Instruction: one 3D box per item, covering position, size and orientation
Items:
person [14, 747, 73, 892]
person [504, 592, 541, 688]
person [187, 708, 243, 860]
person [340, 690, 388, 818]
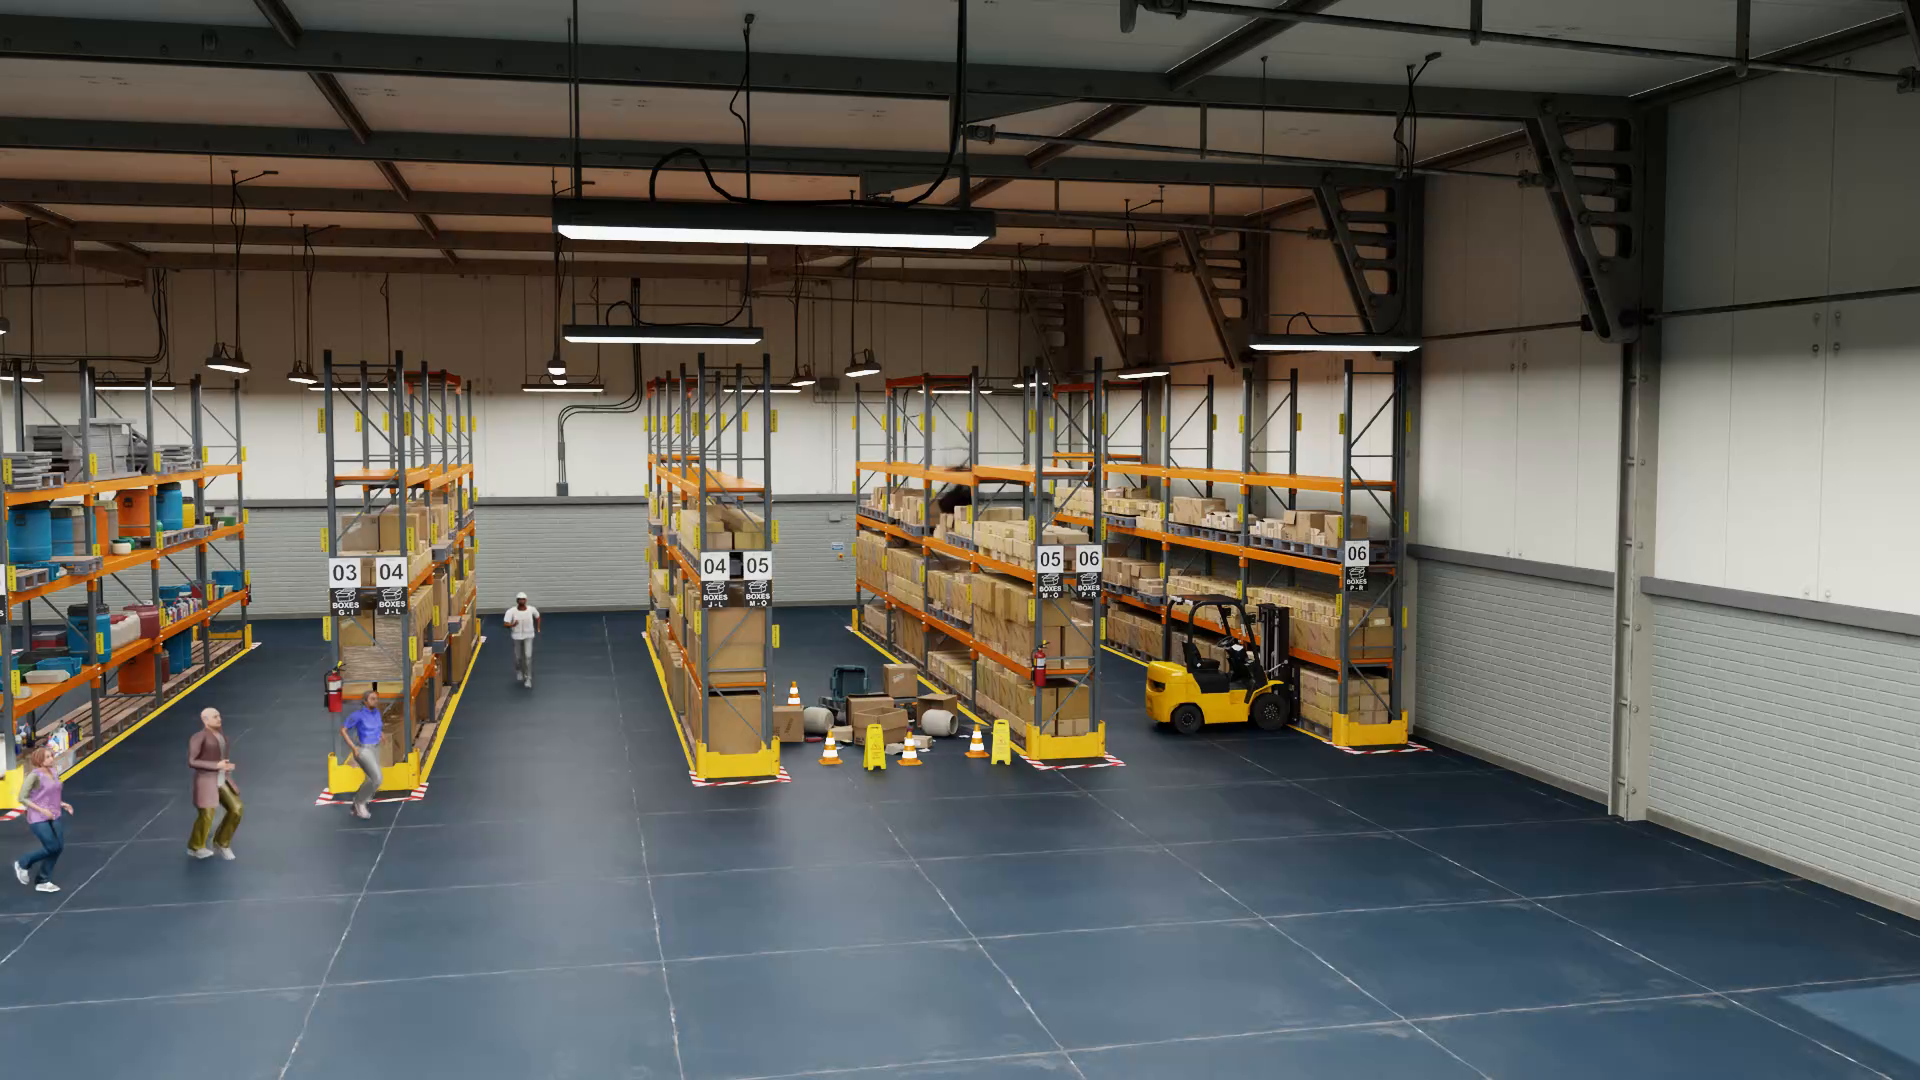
[{"bbox_3d":[-9.824,2.994,17.793,0.532,1.540,0.523,0,4,6],"label":"person"},{"bbox_3d":[-8.364,1.882,31.787,0.691,1.776,0.944,-1,4,-15],"label":"person"},{"bbox_3d":[-8.525,2.813,18.982,0.786,1.813,0.691,1,4,19],"label":"person"},{"bbox_3d":[-7.513,2.765,21.119,0.567,1.522,0.559,1,4,17],"label":"person"}]
